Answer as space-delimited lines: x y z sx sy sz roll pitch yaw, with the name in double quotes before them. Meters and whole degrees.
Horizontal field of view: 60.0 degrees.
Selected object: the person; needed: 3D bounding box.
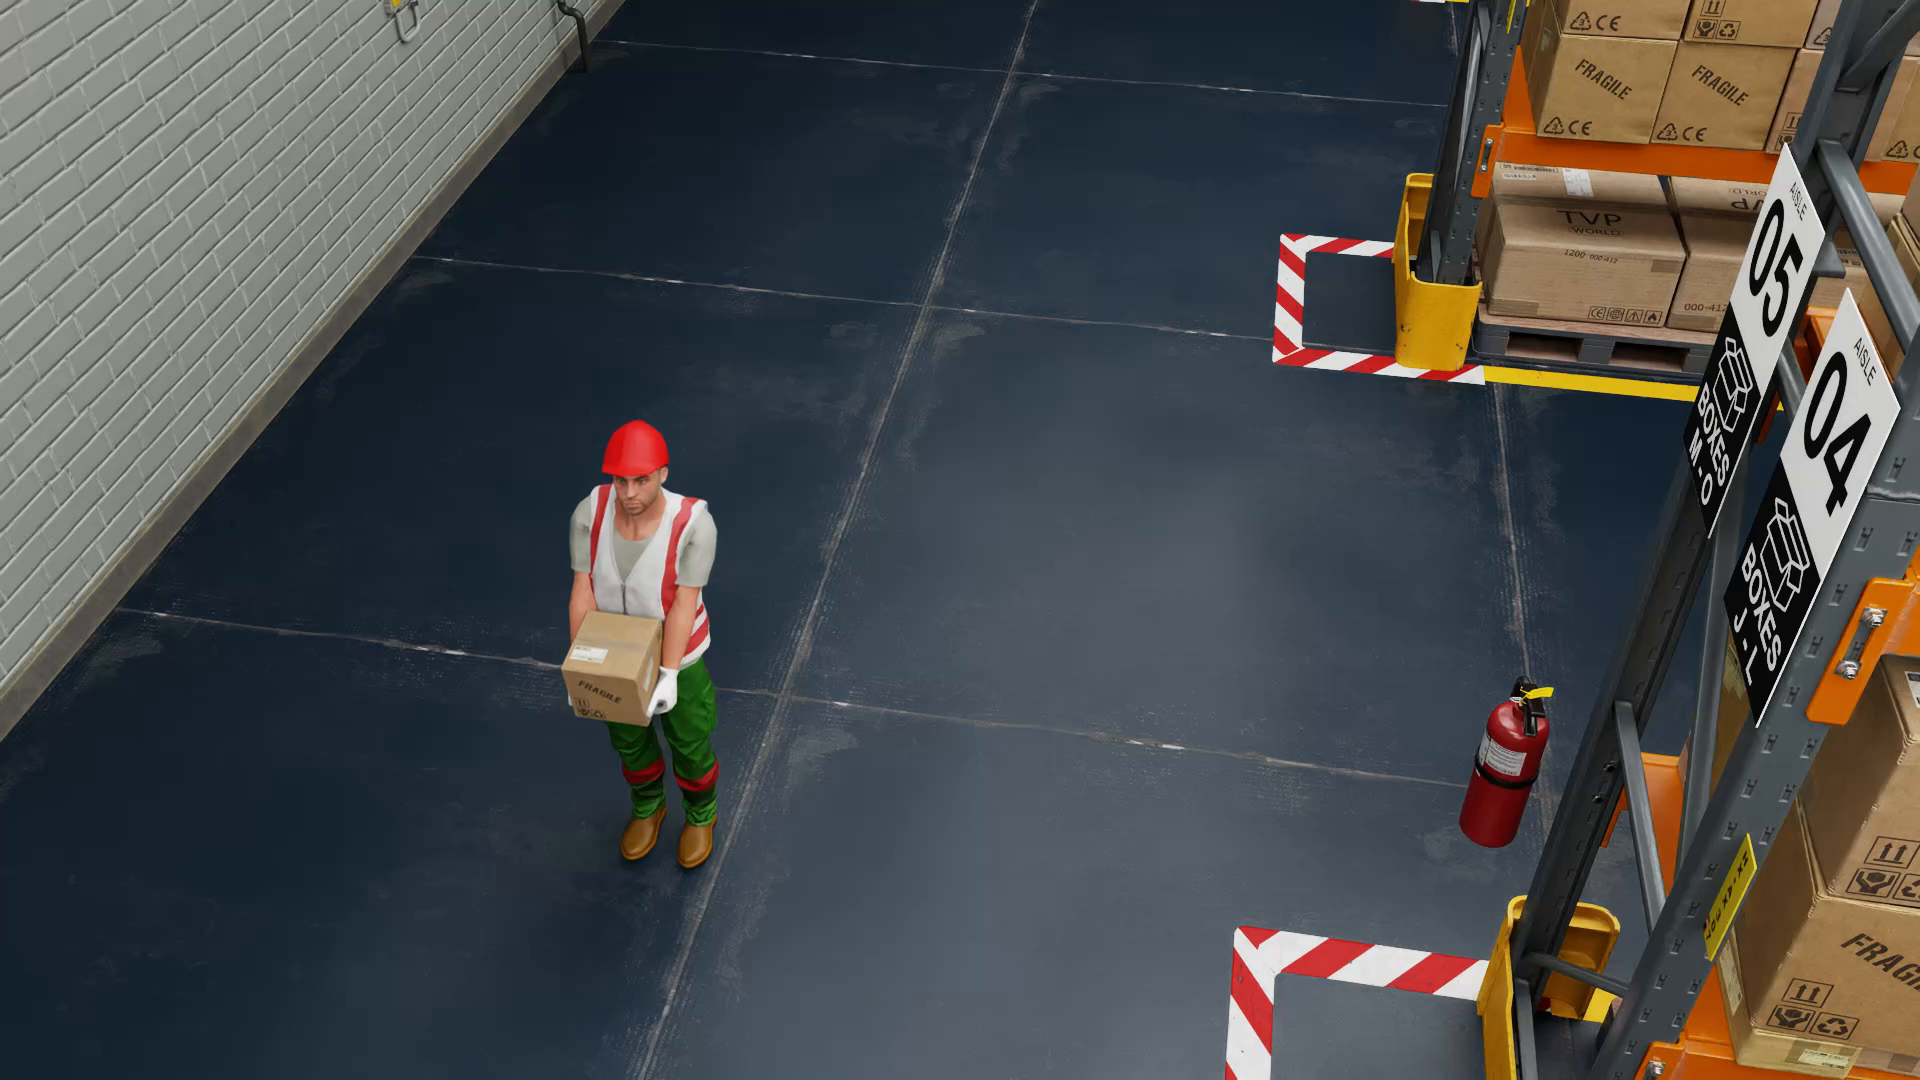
"person" -1.061 0.435 5.627 0.494 1.782 0.570 7 41 8
